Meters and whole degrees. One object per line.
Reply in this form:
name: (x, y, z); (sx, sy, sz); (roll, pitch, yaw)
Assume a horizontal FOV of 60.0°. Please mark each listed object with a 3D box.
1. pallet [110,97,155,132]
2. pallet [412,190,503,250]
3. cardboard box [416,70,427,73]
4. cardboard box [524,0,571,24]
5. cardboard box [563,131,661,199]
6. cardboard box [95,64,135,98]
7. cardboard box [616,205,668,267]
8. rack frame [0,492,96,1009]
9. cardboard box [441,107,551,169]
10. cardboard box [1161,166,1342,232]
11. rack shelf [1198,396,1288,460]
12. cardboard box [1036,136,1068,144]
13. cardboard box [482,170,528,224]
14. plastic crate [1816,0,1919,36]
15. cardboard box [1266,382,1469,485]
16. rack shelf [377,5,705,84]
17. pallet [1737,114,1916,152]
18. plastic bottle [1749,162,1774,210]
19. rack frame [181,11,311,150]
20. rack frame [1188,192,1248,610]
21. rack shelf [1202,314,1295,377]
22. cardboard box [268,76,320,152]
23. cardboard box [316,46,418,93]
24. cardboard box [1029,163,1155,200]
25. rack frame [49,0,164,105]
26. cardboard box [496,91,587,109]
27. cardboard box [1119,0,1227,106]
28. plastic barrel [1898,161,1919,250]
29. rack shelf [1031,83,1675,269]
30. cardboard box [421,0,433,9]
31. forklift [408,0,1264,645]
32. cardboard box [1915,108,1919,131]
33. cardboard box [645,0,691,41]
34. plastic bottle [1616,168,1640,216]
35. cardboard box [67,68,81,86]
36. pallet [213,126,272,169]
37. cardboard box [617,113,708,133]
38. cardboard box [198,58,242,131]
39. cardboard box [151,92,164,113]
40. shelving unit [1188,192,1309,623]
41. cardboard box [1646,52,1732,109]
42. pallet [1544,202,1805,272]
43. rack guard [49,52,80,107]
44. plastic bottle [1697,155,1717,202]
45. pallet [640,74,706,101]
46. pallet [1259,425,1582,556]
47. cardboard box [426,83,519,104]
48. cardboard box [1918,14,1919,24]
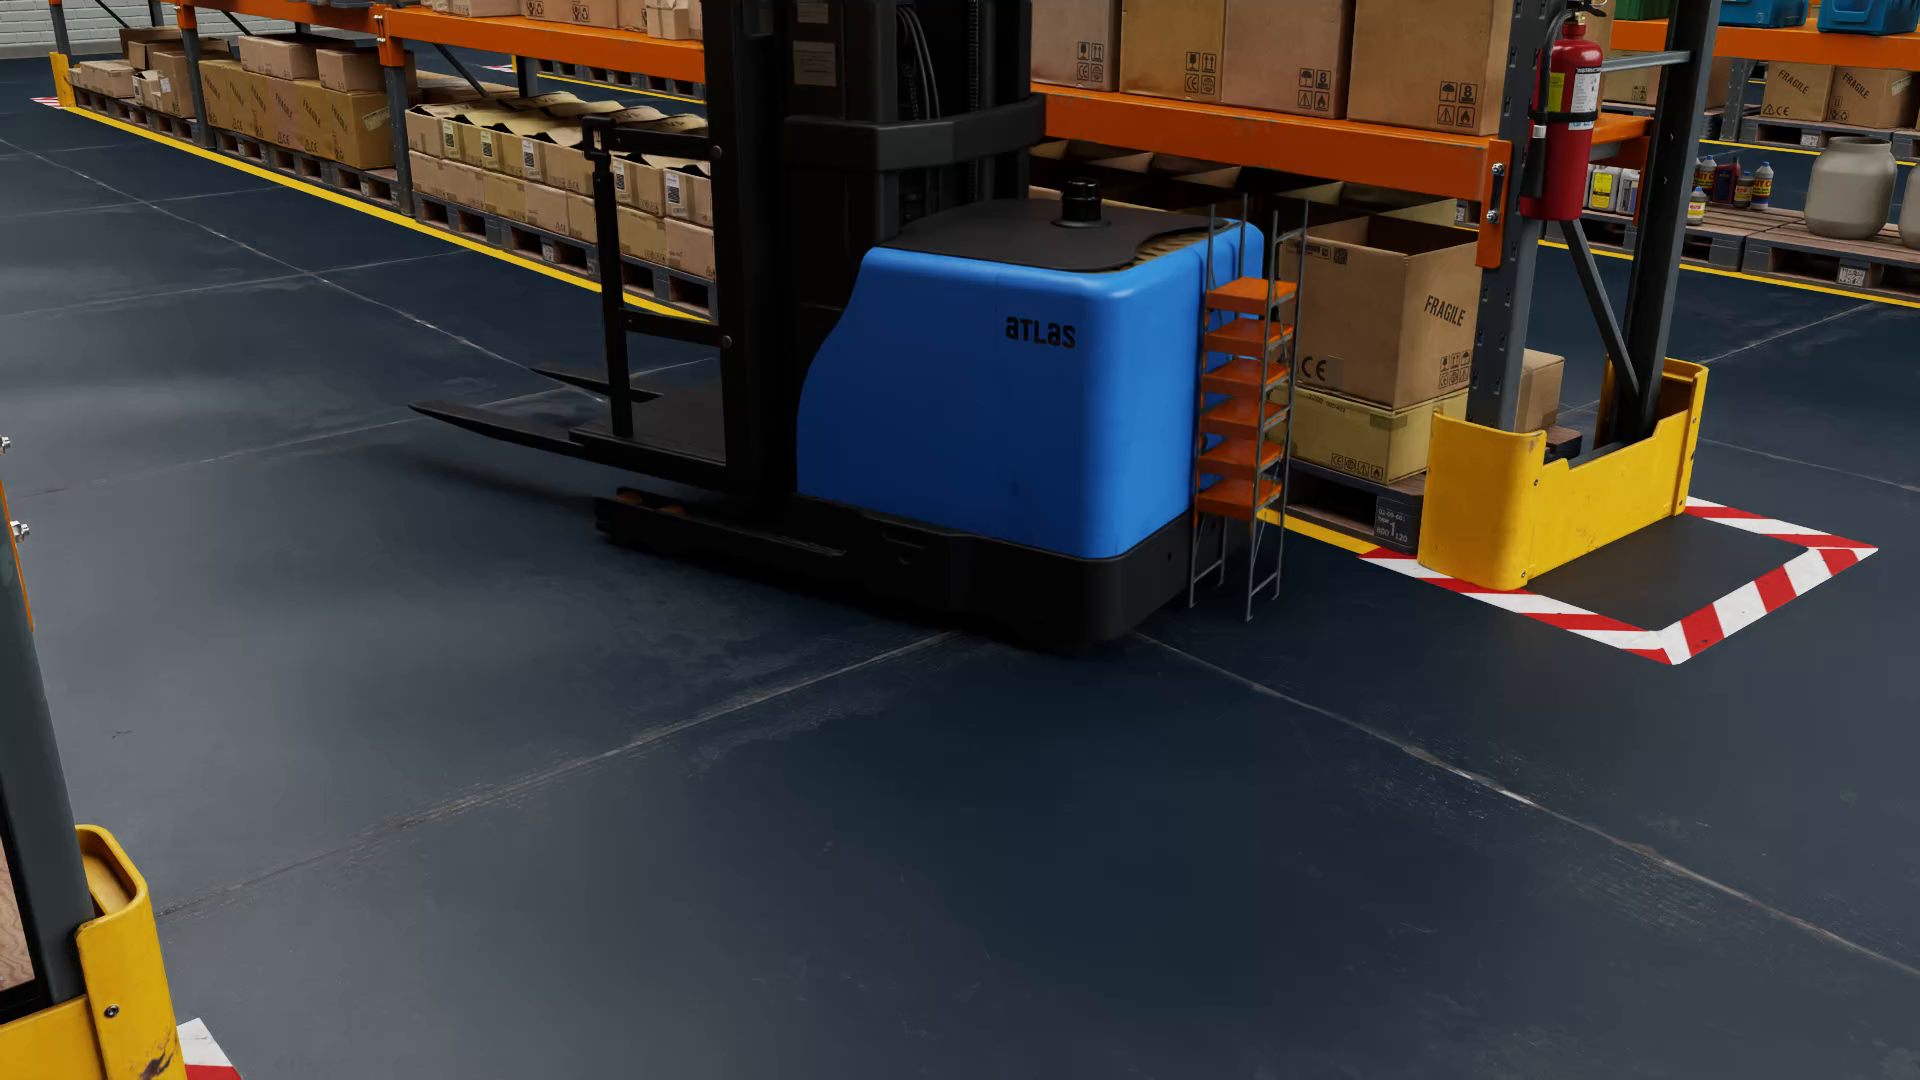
pallet: (-7.112, -3.968, 15.326); (1.003, 0.211, 1.213); (-17, 27, -37)
pallet: (-2.745, -2.099, 10.554); (1.003, 0.211, 1.213); (-17, 27, -37)
cardboard box: (-4.348, -3.295, 12.608); (0.500, 0.500, 0.500); (-19, 28, -39)
cardboard box: (-2.145, -3.221, 9.458); (0.500, 0.500, 0.500); (-19, 29, -40)
cardboard box: (-1.792, -2.030, 8.979); (0.500, 0.311, 0.500); (-18, 27, -38)
cardboard box: (-7.682, -4.275, 15.453); (0.500, 0.250, 0.500); (-17, 27, -37)
cardboard box: (-1.461, -1.630, 8.727); (0.500, 0.250, 0.500); (-18, 28, -38)
rack frame: (-1.779, -0.244, 1.995); (0.949, 2.616, 0.053); (-17, 27, -37)
cardboard box: (-2.784, -2.453, 10.059); (0.500, 0.311, 0.500); (-18, 28, -39)
cardboard box: (1.124, -1.162, 6.504); (0.500, 0.500, 0.500); (-17, 27, -37)
rack shelf: (0.824, -0.329, 4.802); (0.180, 0.103, 0.258); (13, 25, 30)
cardboard box: (0.144, -1.576, 7.562); (0.500, 0.500, 0.500); (-17, 27, -37)
cardboard box: (-2.461, -2.054, 9.809); (0.500, 0.250, 0.500); (-18, 28, -39)
plastic crate: (4.751, -2.781, 8.674); (0.499, 0.251, 0.408); (-17, 27, -37)
cardboard box: (1.395, -0.417, 5.630); (0.500, 0.250, 0.500); (-17, 27, -37)
rack shelf: (-1.947, -2.747, 9.370); (1.077, 0.370, 4.000); (-17, 27, -37)
pallet: (7.331, -3.411, 13.903); (1.003, 0.211, 1.213); (-17, 27, -37)
plastic bottle: (4.777, -2.112, 9.900); (0.097, 0.271, 0.097); (0, 21, 0)
rack frame: (-5.864, -4.739, 13.471); (1.000, 3.000, 0.127); (-17, 27, -37)
rack frame: (0.747, -0.389, 4.832); (0.006, 1.200, 0.240); (13, 25, 30)
rack shelf: (0.824, -0.553, 4.714); (0.180, 0.103, 0.258); (13, 25, 30)
cardboard box: (-4.726, -3.164, 12.274); (0.500, 0.500, 0.500); (-19, 28, -39)
cardboard box: (-4.081, -3.241, 11.443); (0.500, 0.250, 0.500); (-16, 27, -35)
cardboard box: (0.404, -1.177, 6.542); (0.500, 0.500, 0.500); (-17, 27, -37)
rack frame: (-8.475, -5.844, 16.293); (1.000, 3.000, 0.127); (-17, 27, -37)
cardboard box: (-2.724, -2.724, 10.752); (0.500, 0.311, 0.500); (-17, 27, -36)
cardboard box: (1.008, -1.885, 6.046); (0.700, 0.500, 0.500); (-17, 27, -37)
plastic barrel: (5.237, -1.803, 8.809); (0.421, 0.512, 0.421); (0, 21, 0)
rack shelf: (0.664, -1.641, 6.548); (1.077, 0.370, 4.000); (-17, 27, -37)
cardboard box: (-3.048, -3.482, 10.383); (0.500, 0.311, 0.500); (-15, 26, -34)
forklift: (-0.592, -1.462, 5.199); (3.031, 2.935, 1.130); (13, 25, 30)
cardboard box: (7.941, -3.489, 13.129); (0.500, 0.500, 0.500); (19, 29, 40)
cardboard box: (-1.355, -2.666, 8.361); (0.396, 0.266, 0.258); (-18, 28, -39)
plastic bottle: (3.959, -2.056, 9.752); (0.152, 0.276, 0.135); (-18, 28, -39)
cardboard box: (-8.462, -4.524, 16.228); (0.380, 0.149, 0.250); (-17, 27, -37)
pallet: (-5.304, -3.225, 13.429); (1.003, 0.211, 1.213); (-17, 27, -37)
cardboard box: (-1.727, -2.303, 9.677); (0.500, 0.311, 0.500); (-17, 27, -36)
cardboard box: (-5.733, -3.589, 13.357); (0.500, 0.500, 0.500); (-19, 28, -40)
cardboard box: (-6.741, -3.796, 14.368); (0.380, 0.149, 0.250); (-17, 27, -37)
shelving unit: (0.824, -0.371, 4.785); (0.189, 1.200, 0.258); (13, 25, 30)
cardboard box: (6.481, -4.102, 14.668); (0.500, 0.500, 0.700); (20, 29, 41)
pallet: (4.321, -1.876, 9.984); (1.003, 0.211, 1.213); (-17, 27, -37)
rack guard: (-8.425, -4.659, 16.695); (1.175, 0.500, 0.348); (-17, 27, -37)
plastic bottle: (4.553, -2.206, 10.142); (0.097, 0.271, 0.097); (0, 21, 0)
pallet: (-2.618, -4.813, 17.483); (1.003, 0.211, 1.213); (-17, 27, -37)
pallet: (1.438, -0.327, 6.029); (1.003, 0.211, 1.213); (-17, 27, -37)
cardboard box: (-3.333, -2.869, 11.520); (0.500, 0.500, 0.500); (-16, 27, -35)
cardboard box: (10.216, -5.337, 17.507); (1.050, 0.750, 0.750); (-18, 27, -38)
